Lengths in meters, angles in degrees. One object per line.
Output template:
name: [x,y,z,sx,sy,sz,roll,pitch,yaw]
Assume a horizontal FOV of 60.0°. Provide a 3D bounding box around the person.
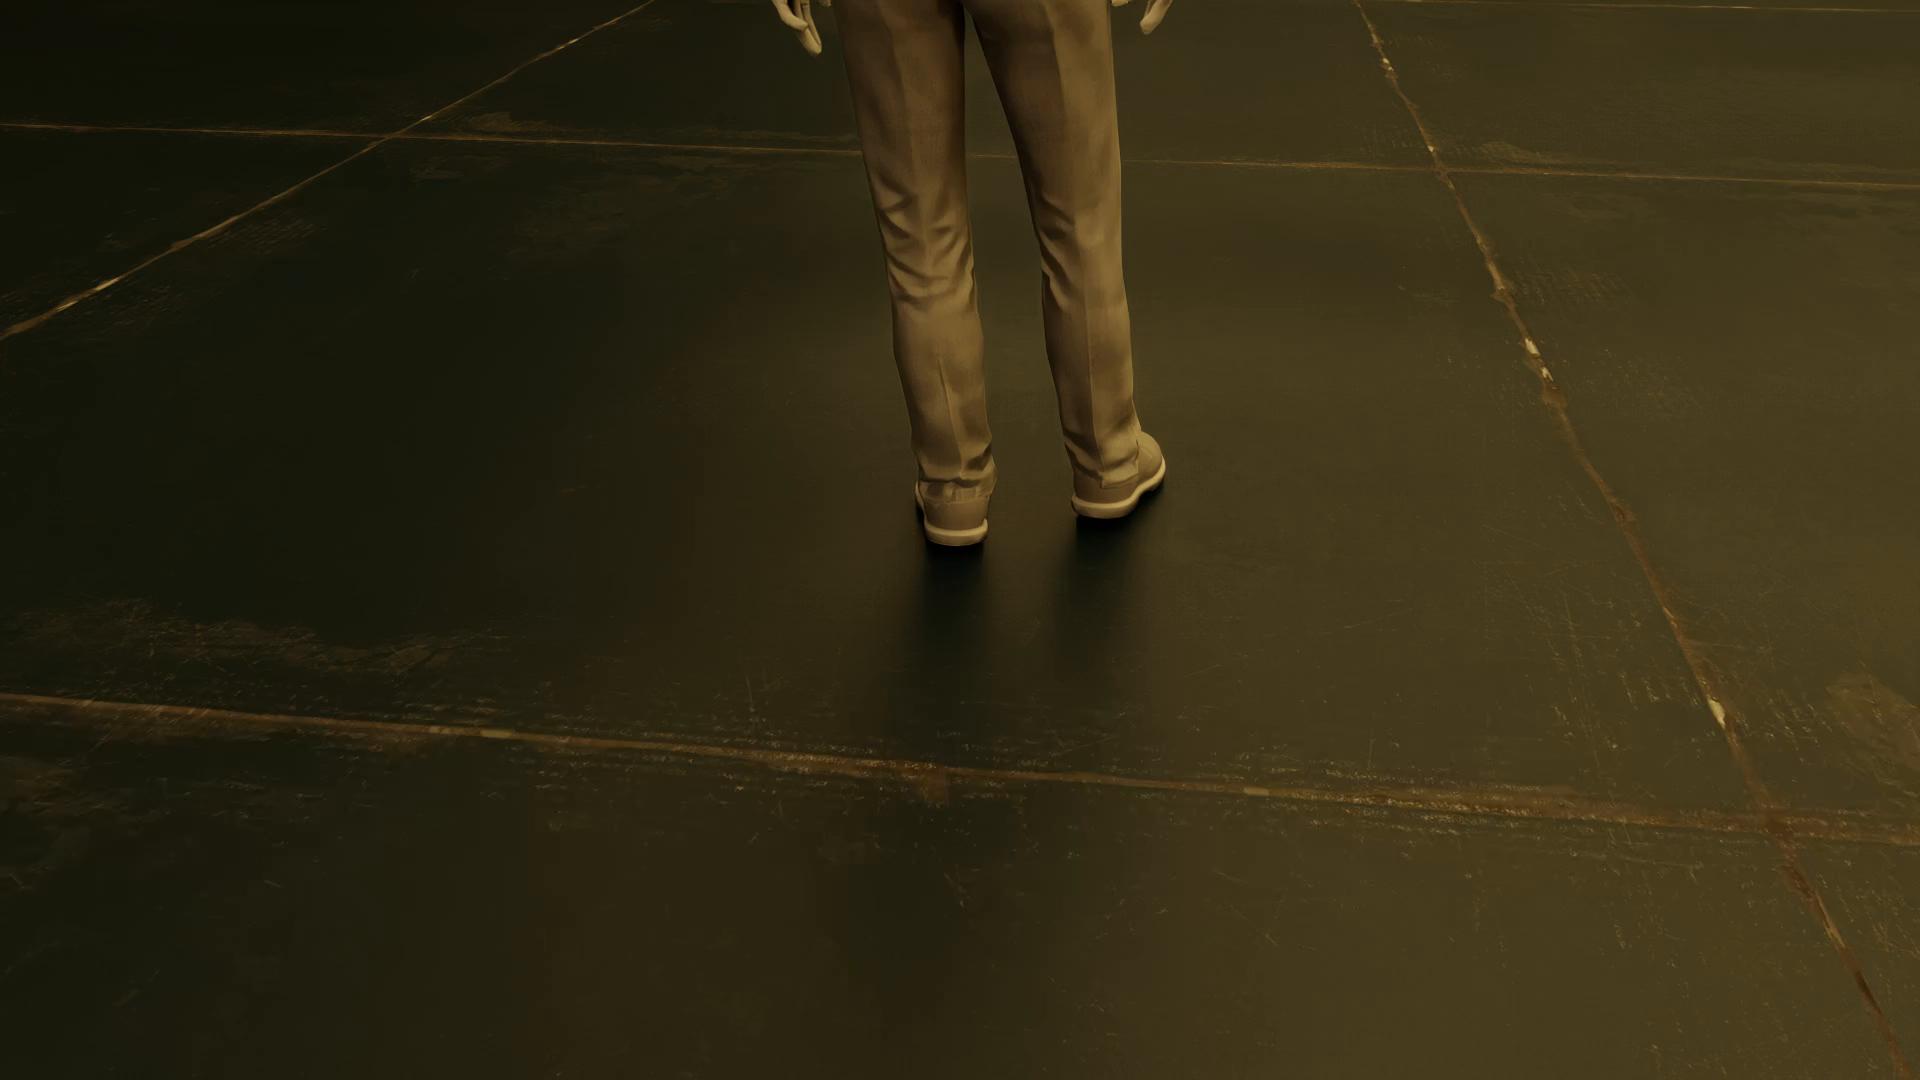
person: [0.016,-0.795,2.178,0.588,1.695,0.531,3,27,7]
